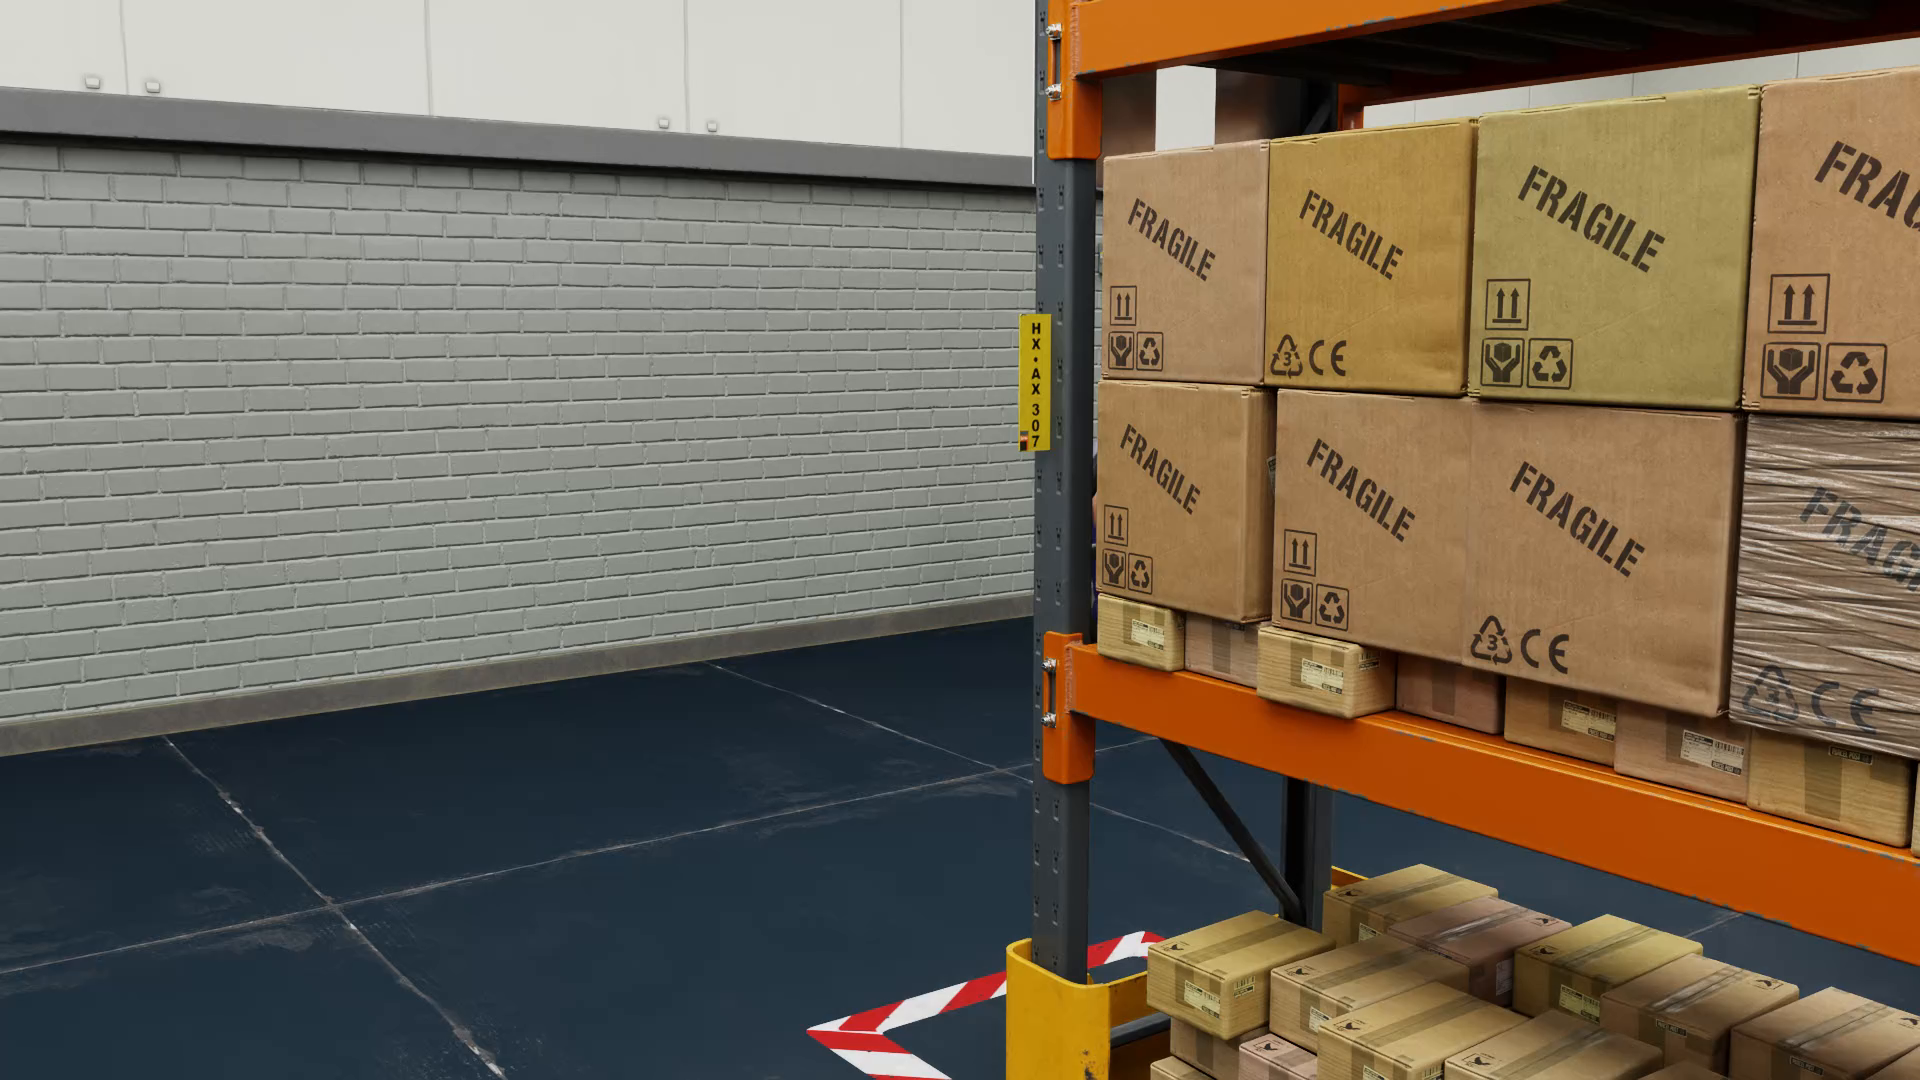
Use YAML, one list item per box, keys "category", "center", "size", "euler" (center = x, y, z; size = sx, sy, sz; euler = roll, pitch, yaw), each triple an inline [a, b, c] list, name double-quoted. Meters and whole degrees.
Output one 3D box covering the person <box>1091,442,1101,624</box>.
- category: "person"
  center: [0.950, -0.021, 9.489]
  size: [0.537, 1.652, 0.422]
  euler: [-6, 10, -38]
